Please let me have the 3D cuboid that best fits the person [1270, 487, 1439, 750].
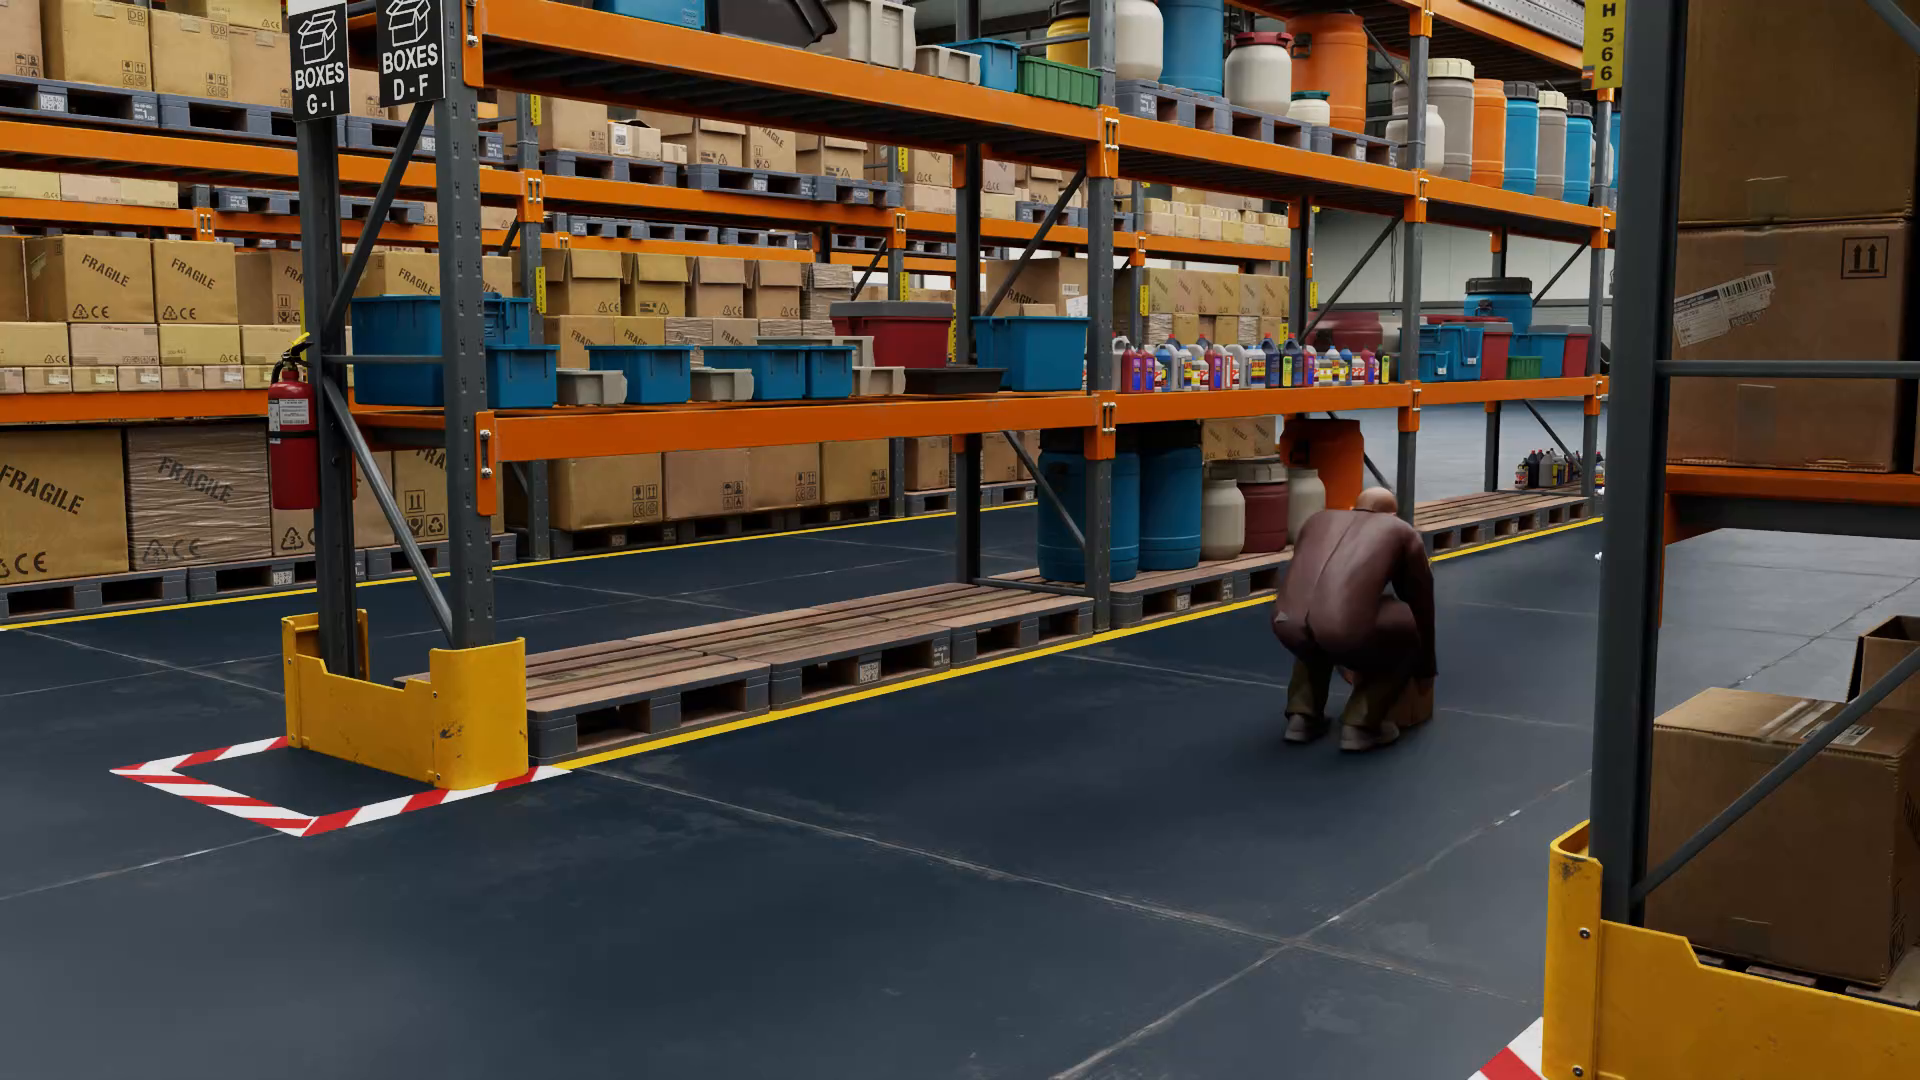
[{"bbox_3d":[1.571,0.310,6.682,0.609,0.960,0.904,5,8,38],"label":"person"}]
